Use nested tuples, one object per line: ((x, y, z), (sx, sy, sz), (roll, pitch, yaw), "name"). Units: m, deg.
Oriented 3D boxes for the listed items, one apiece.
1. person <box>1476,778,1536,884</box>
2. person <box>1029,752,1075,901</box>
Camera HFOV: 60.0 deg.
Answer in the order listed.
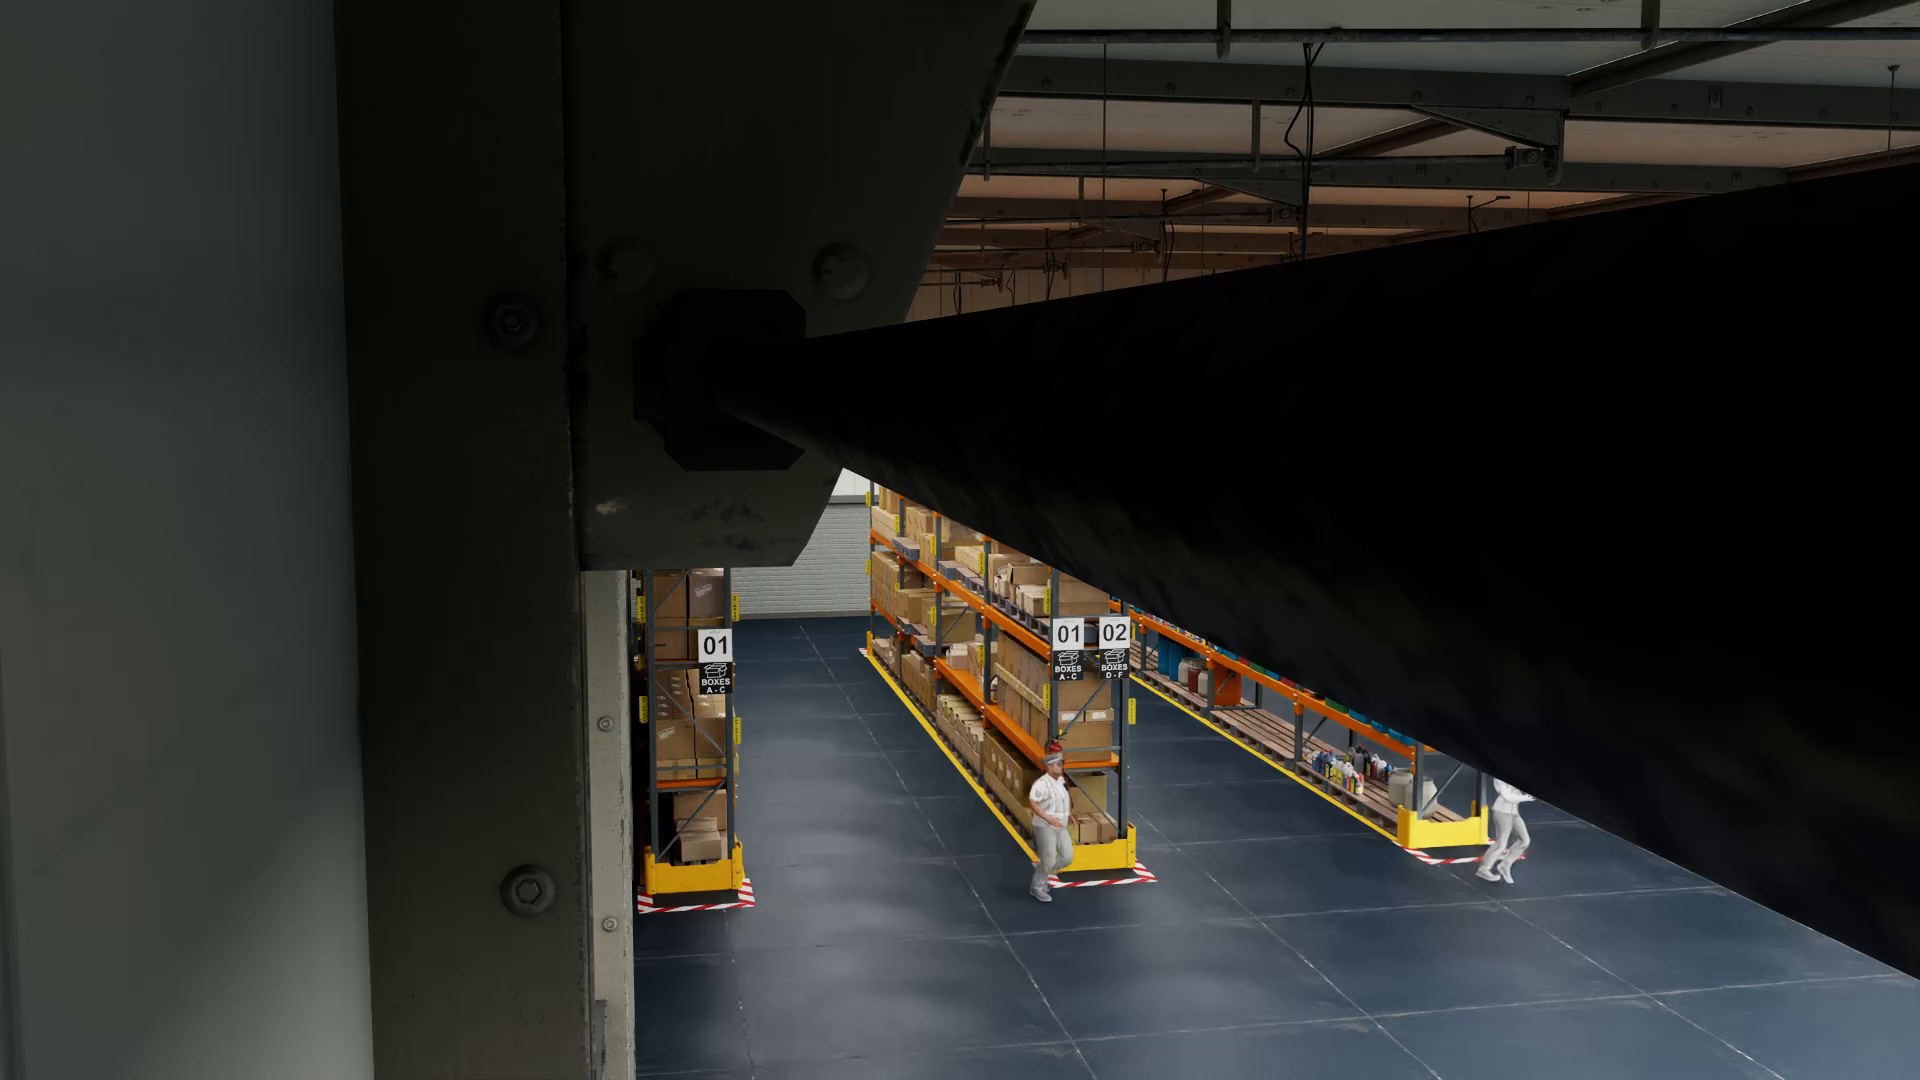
((6.745, 3.377, 20.431), (0.671, 1.709, 0.616), (3, 7, 28), "person")
((1.134, 3.405, 19.852), (0.514, 1.732, 0.736), (5, 8, 40), "person")
